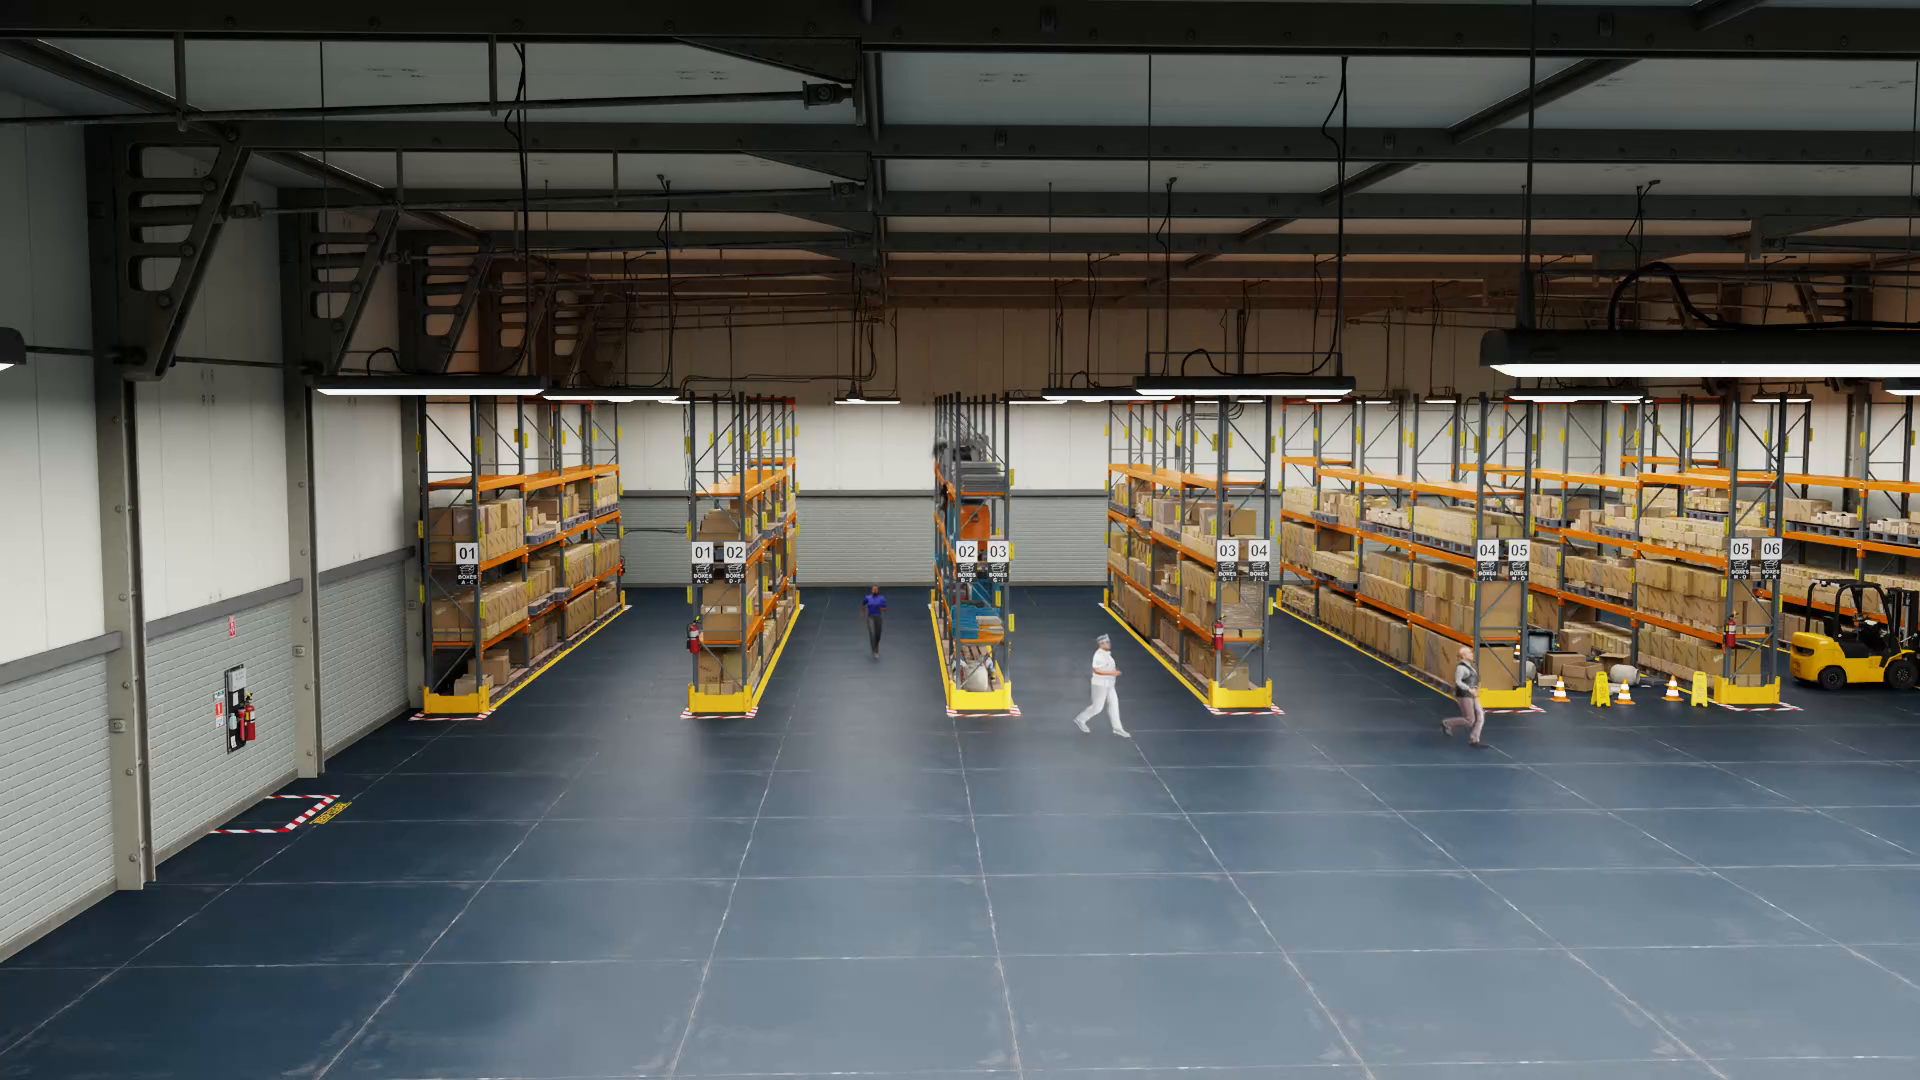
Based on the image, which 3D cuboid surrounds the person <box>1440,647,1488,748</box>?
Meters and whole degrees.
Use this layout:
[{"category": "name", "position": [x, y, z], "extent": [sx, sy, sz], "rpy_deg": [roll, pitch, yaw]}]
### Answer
[{"category": "person", "position": [8.527, 2.647, 28.041], "extent": [0.791, 1.685, 0.676], "rpy_deg": [3, 5, 33]}]

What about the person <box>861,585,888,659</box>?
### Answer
[{"category": "person", "position": [-1.945, 1.833, 37.956], "extent": [0.574, 1.645, 0.936], "rpy_deg": [-1, 5, -10]}]

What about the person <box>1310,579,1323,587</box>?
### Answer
[{"category": "person", "position": [10.500, 0.978, 48.777], "extent": [0.661, 1.666, 0.571], "rpy_deg": [4, 6, 43]}]

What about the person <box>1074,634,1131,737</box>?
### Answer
[{"category": "person", "position": [2.463, 2.514, 28.803], "extent": [0.986, 1.785, 0.665], "rpy_deg": [2, 5, 27]}]

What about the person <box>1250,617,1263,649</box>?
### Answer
[{"category": "person", "position": [6.940, 1.707, 39.183], "extent": [0.711, 1.738, 0.611], "rpy_deg": [0, 5, -4]}]
